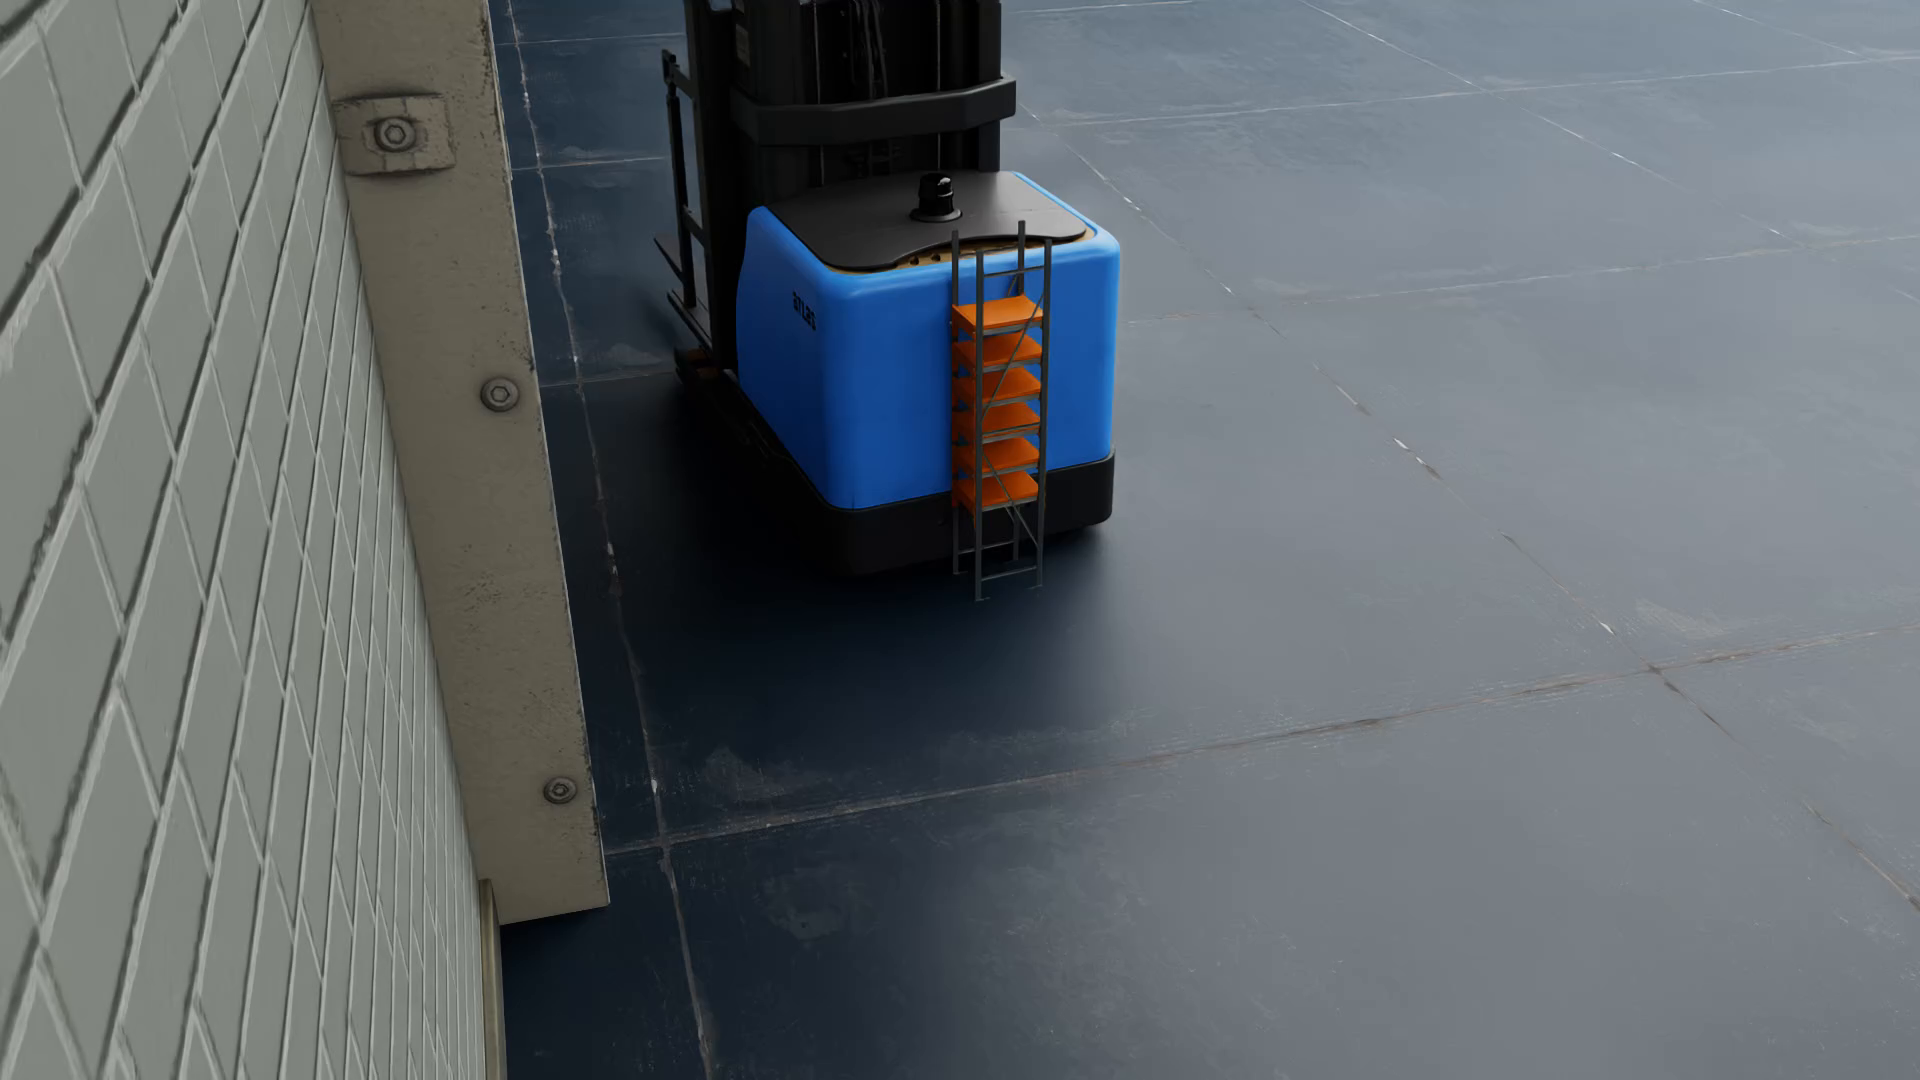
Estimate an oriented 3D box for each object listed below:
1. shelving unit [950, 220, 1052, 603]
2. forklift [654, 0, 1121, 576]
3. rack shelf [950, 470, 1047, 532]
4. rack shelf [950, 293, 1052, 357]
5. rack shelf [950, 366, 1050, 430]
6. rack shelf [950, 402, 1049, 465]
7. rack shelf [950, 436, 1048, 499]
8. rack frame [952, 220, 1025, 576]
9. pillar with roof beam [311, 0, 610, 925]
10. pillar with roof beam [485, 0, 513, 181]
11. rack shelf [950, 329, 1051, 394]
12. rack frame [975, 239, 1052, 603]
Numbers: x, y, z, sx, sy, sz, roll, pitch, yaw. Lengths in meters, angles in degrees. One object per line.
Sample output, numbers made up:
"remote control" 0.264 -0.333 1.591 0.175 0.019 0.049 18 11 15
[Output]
"shelving unit" 0.123 -0.382 5.212 0.258 1.200 0.189 -12 32 -20
"forklift" -0.518 -1.872 6.059 1.130 2.935 3.031 -12 32 -20
"rack shelf" 0.123 -0.136 5.355 0.258 0.103 0.180 -12 32 -20
"rack shelf" 0.123 -0.655 5.054 0.258 0.103 0.180 -12 32 -20
"rack shelf" 0.123 -0.447 5.174 0.258 0.103 0.180 -12 32 -20
"rack shelf" 0.123 -0.344 5.235 0.258 0.103 0.180 -12 32 -20
"rack shelf" 0.123 -0.240 5.295 0.258 0.103 0.180 -12 32 -20
"rack frame" 0.086 -0.424 5.285 0.240 1.200 0.006 -12 32 -20
"pillar with roof beam" 3.072 -3.628 3.034 9.100 9.000 0.400 -8 31 -13
"pillar with roof beam" 1.480 -6.525 8.041 9.100 9.000 0.400 -8 31 -13
"rack shelf" 0.123 -0.551 5.114 0.258 0.103 0.180 -12 32 -20
"rack frame" 0.159 -0.340 5.140 0.240 1.200 0.006 -12 32 -20
